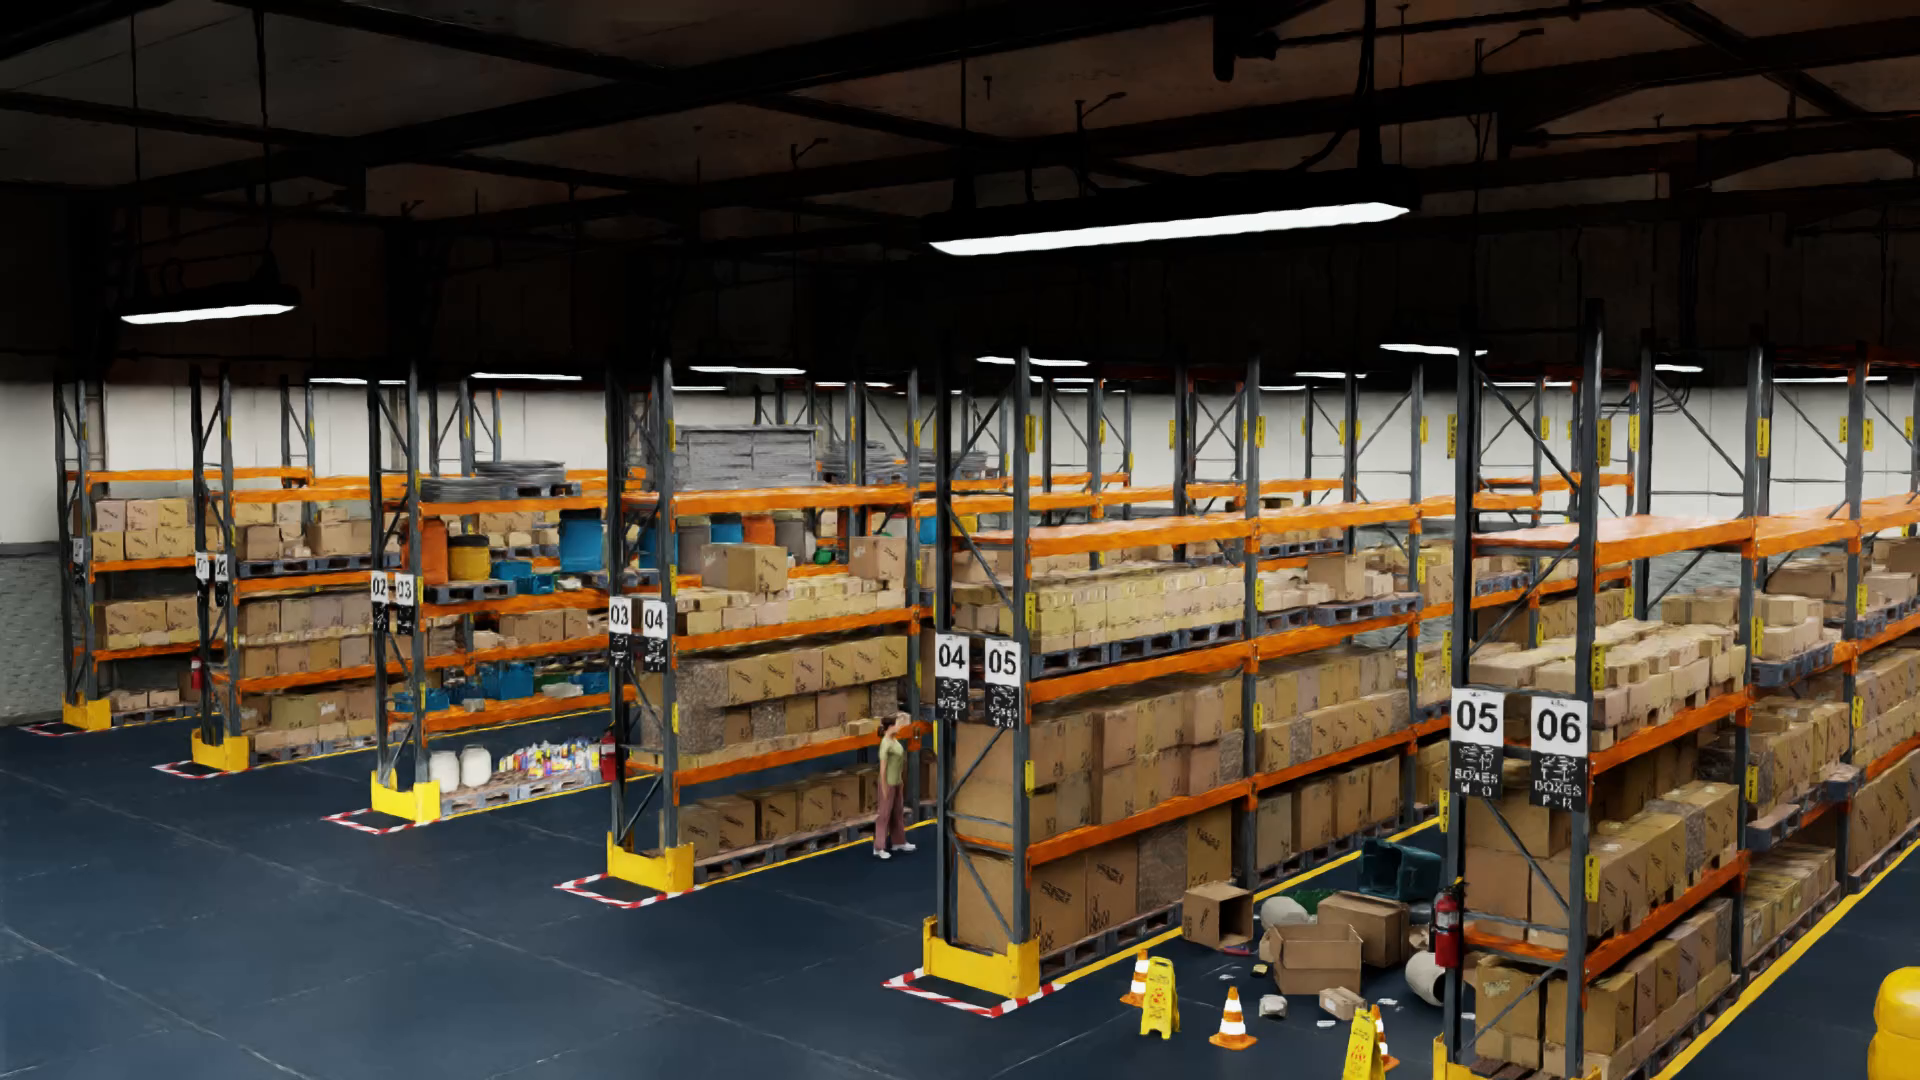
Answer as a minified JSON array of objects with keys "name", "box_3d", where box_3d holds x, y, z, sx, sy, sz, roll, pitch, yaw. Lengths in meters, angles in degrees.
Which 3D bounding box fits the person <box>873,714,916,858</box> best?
[{"name":"person","box_3d":[-0.786,2.889,19.696,0.457,1.675,0.532,1,4,16]}]
